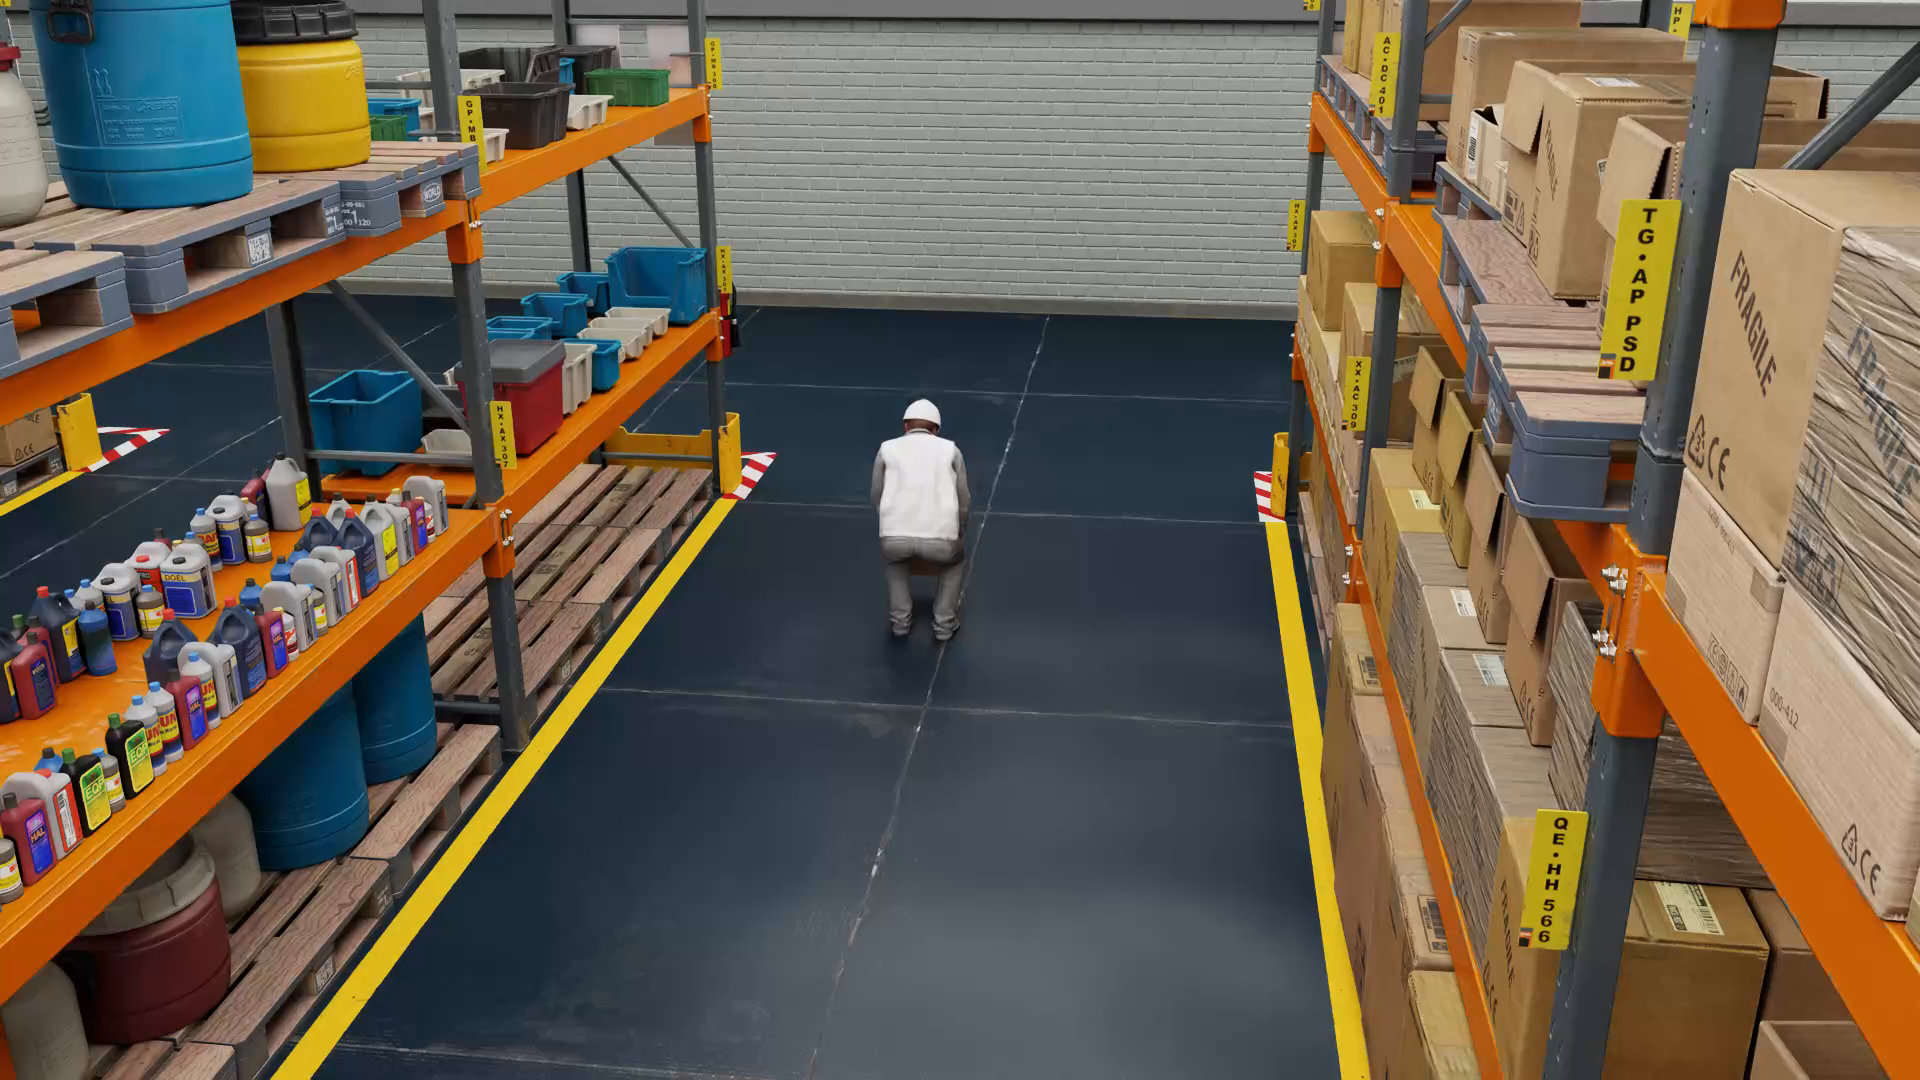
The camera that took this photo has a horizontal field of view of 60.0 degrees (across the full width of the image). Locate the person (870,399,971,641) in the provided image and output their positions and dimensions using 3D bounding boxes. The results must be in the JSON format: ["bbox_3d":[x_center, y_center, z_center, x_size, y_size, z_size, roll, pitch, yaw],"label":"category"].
[{"bbox_3d":[-0.243,-0.101,9.507,0.583,1.276,0.829,2,21,6],"label":"person"}]
